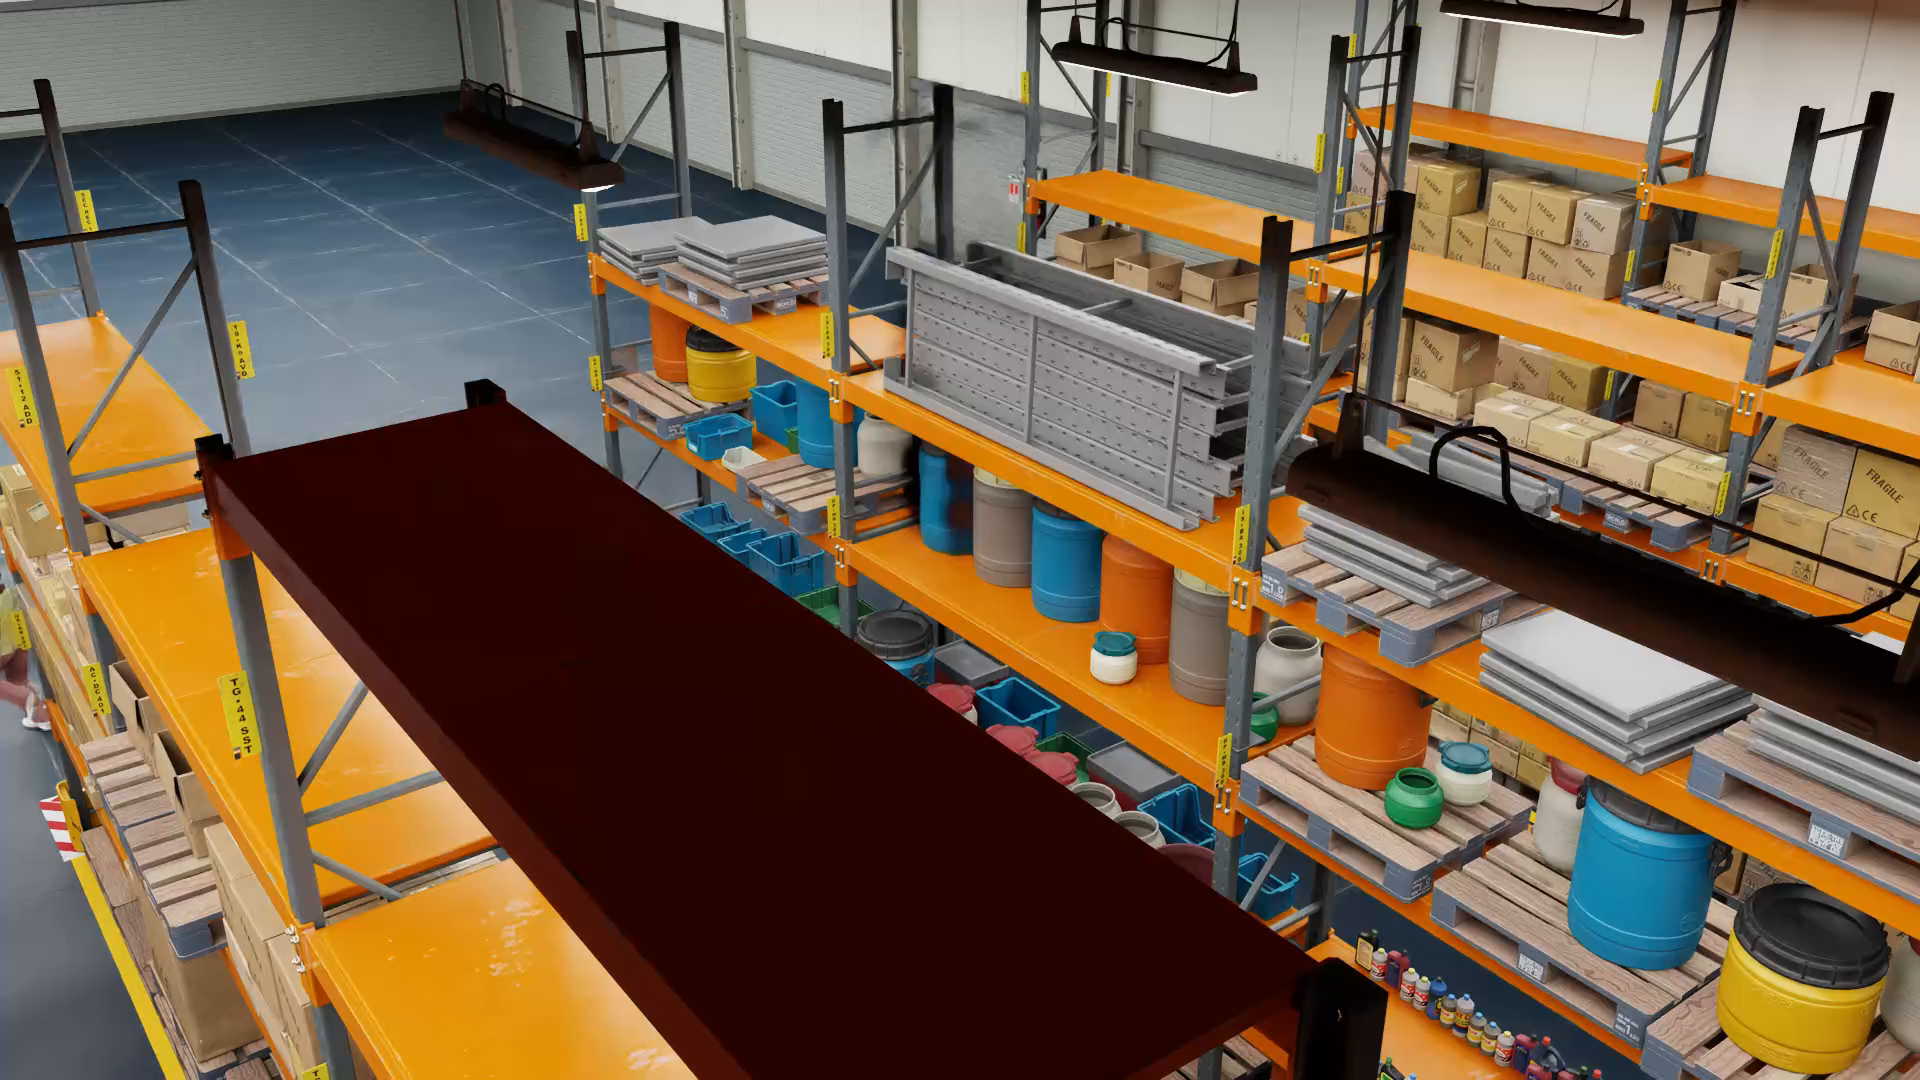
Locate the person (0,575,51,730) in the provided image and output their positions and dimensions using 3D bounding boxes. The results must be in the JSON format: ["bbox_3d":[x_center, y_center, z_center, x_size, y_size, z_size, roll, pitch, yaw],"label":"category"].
[{"bbox_3d":[-8.610,0.979,14.927,0.610,1.621,0.598,5,25,11],"label":"person"}]
